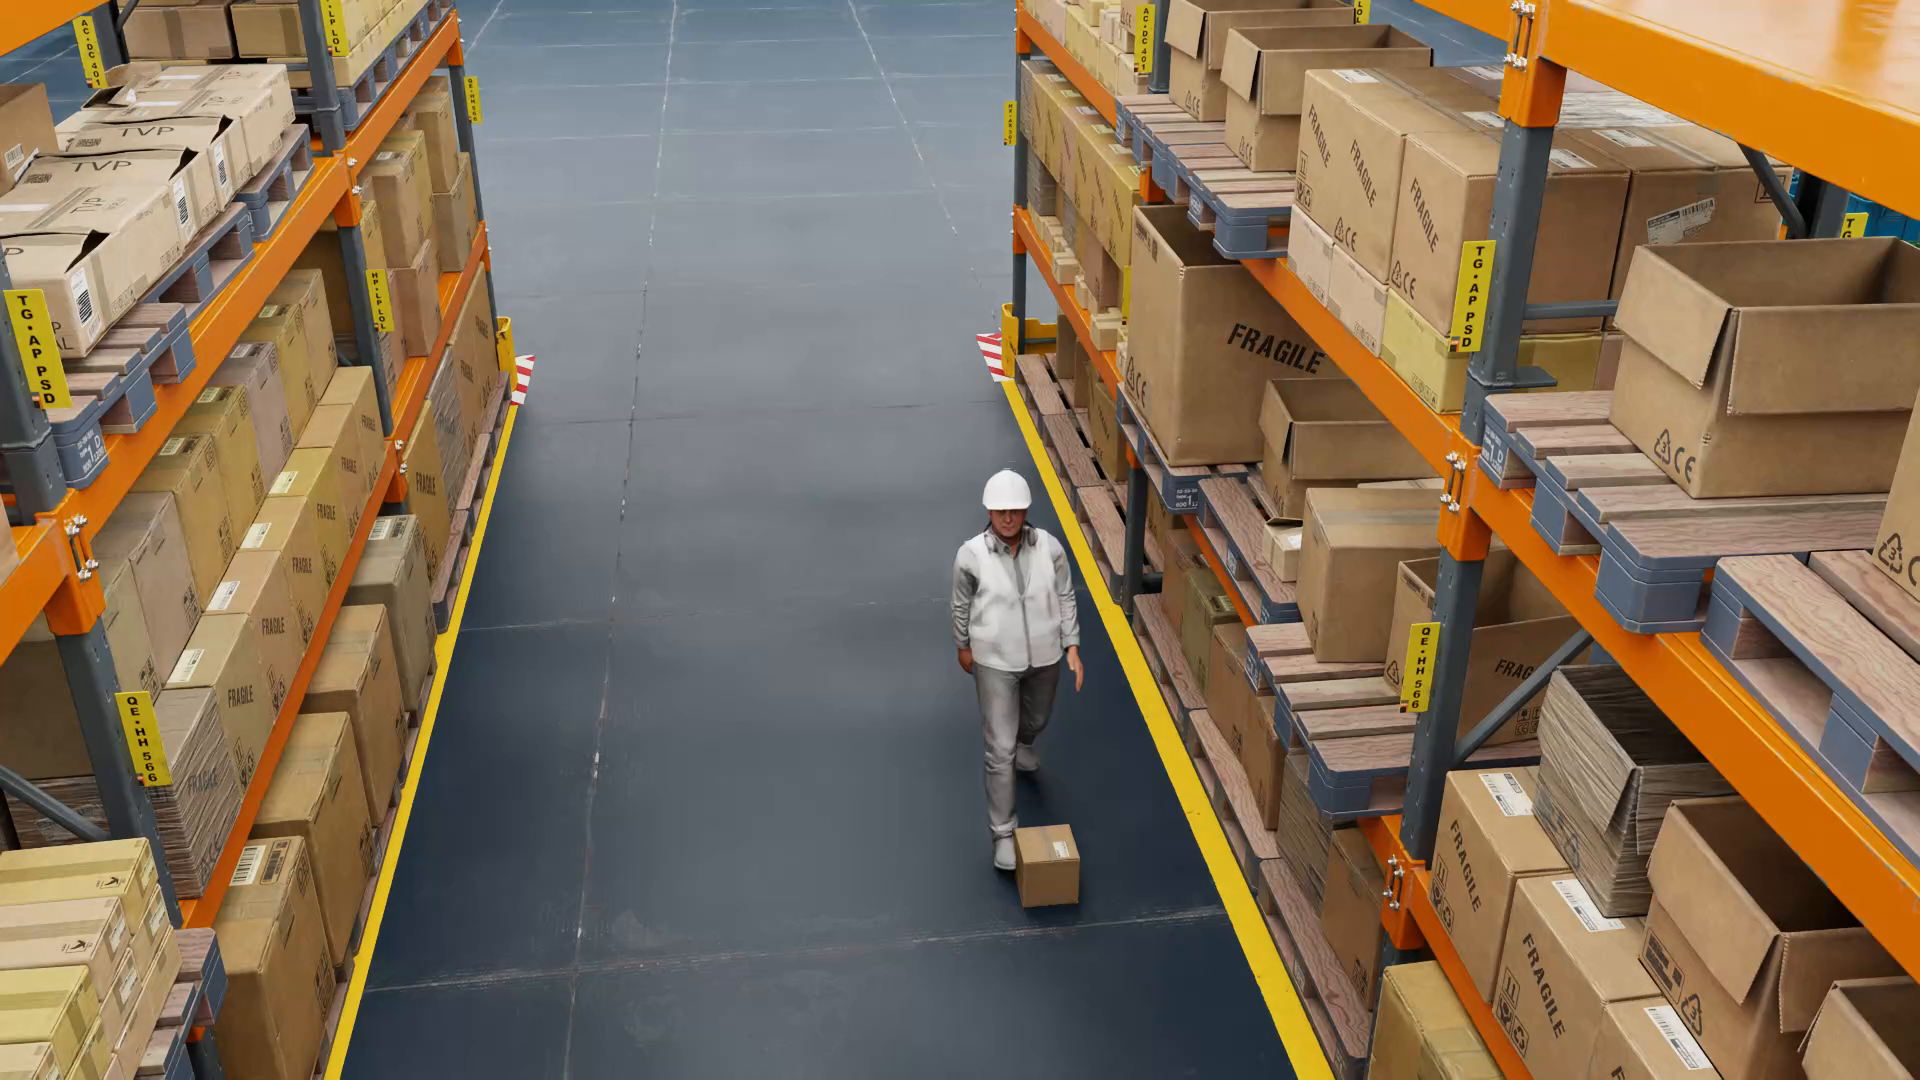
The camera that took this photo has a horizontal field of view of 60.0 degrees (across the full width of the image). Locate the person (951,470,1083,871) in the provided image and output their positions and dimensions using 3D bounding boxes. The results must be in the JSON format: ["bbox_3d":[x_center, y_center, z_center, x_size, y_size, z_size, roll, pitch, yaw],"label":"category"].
[{"bbox_3d":[0.281,0.534,7.565,0.538,1.721,1.005,-9,28,-16],"label":"person"}]
